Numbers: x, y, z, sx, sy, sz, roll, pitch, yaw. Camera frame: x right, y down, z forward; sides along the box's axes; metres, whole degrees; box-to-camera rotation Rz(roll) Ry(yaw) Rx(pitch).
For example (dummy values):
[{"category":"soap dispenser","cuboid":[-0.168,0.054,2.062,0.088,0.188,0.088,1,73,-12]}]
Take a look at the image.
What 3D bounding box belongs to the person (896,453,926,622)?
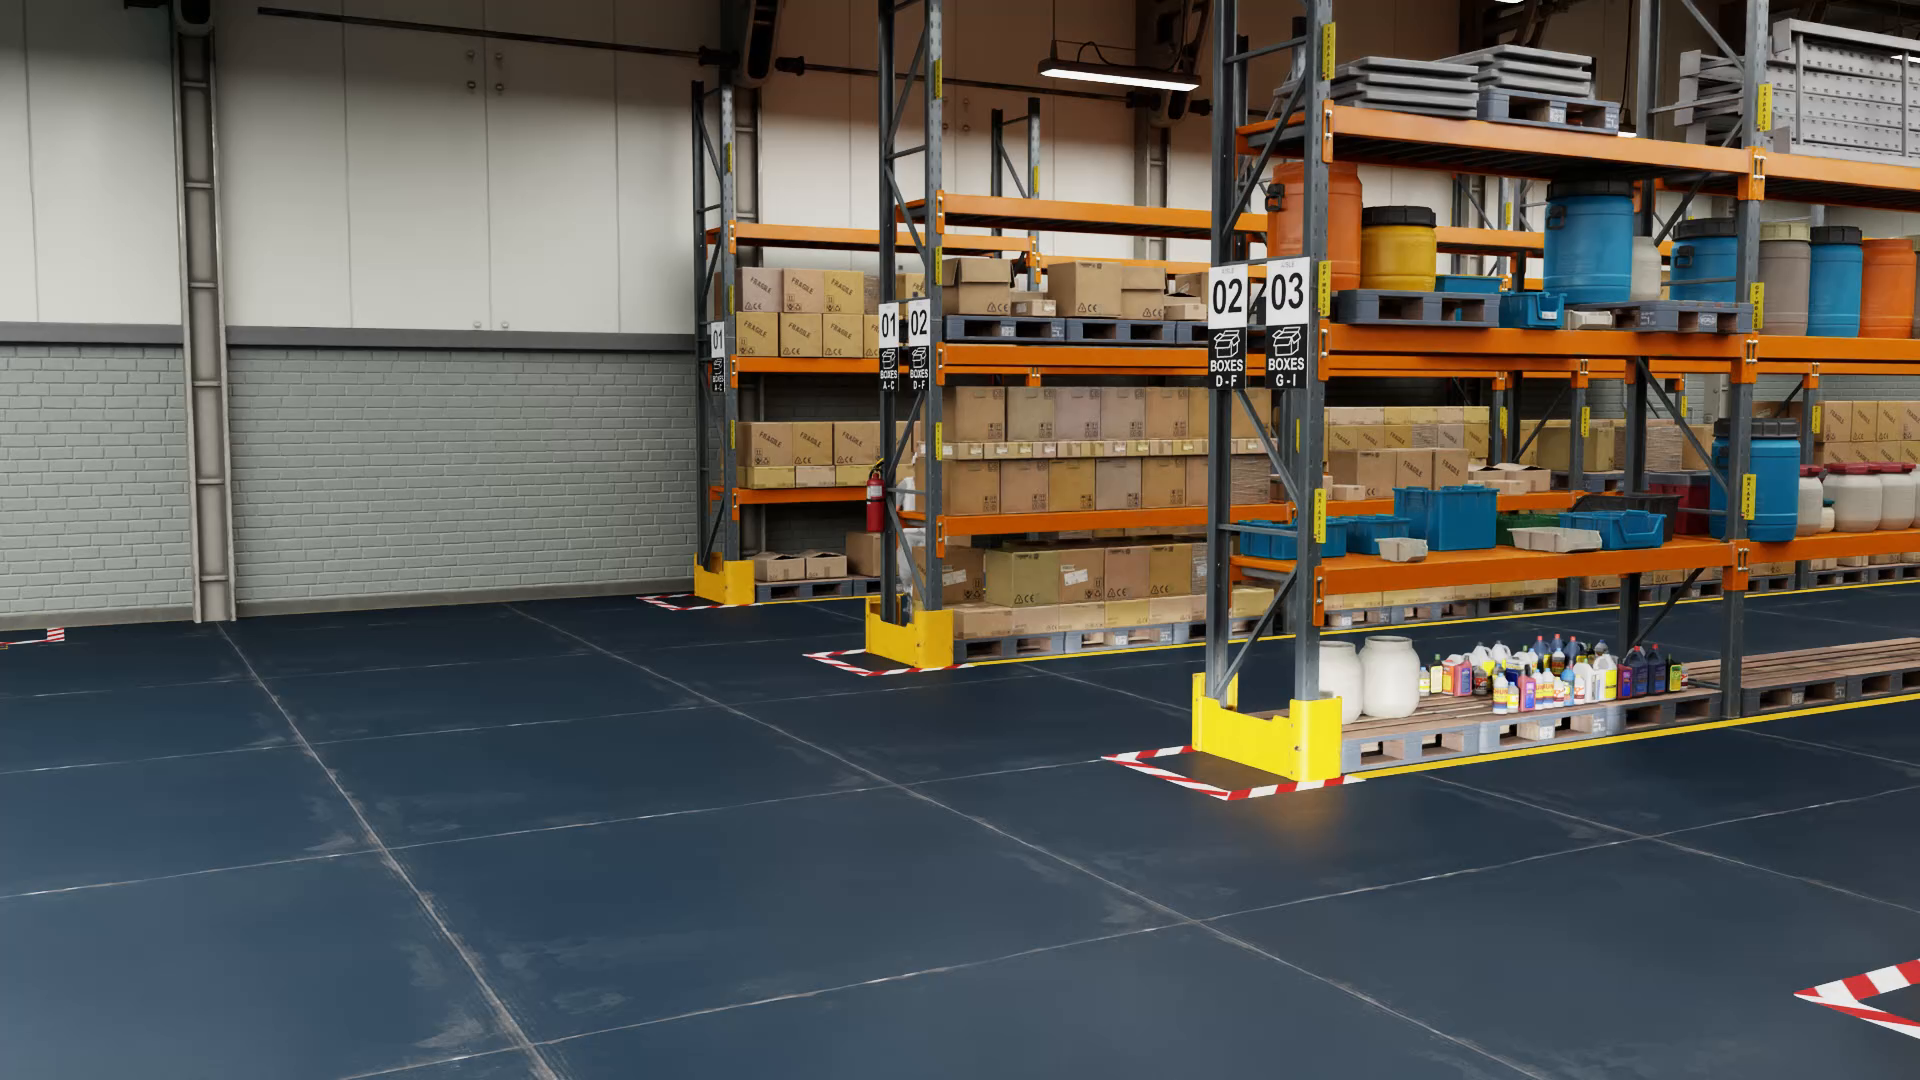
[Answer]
[{"category":"person","cuboid":[-0.455,-0.038,17.338,0.618,1.781,0.656,0,5,-3]}]
